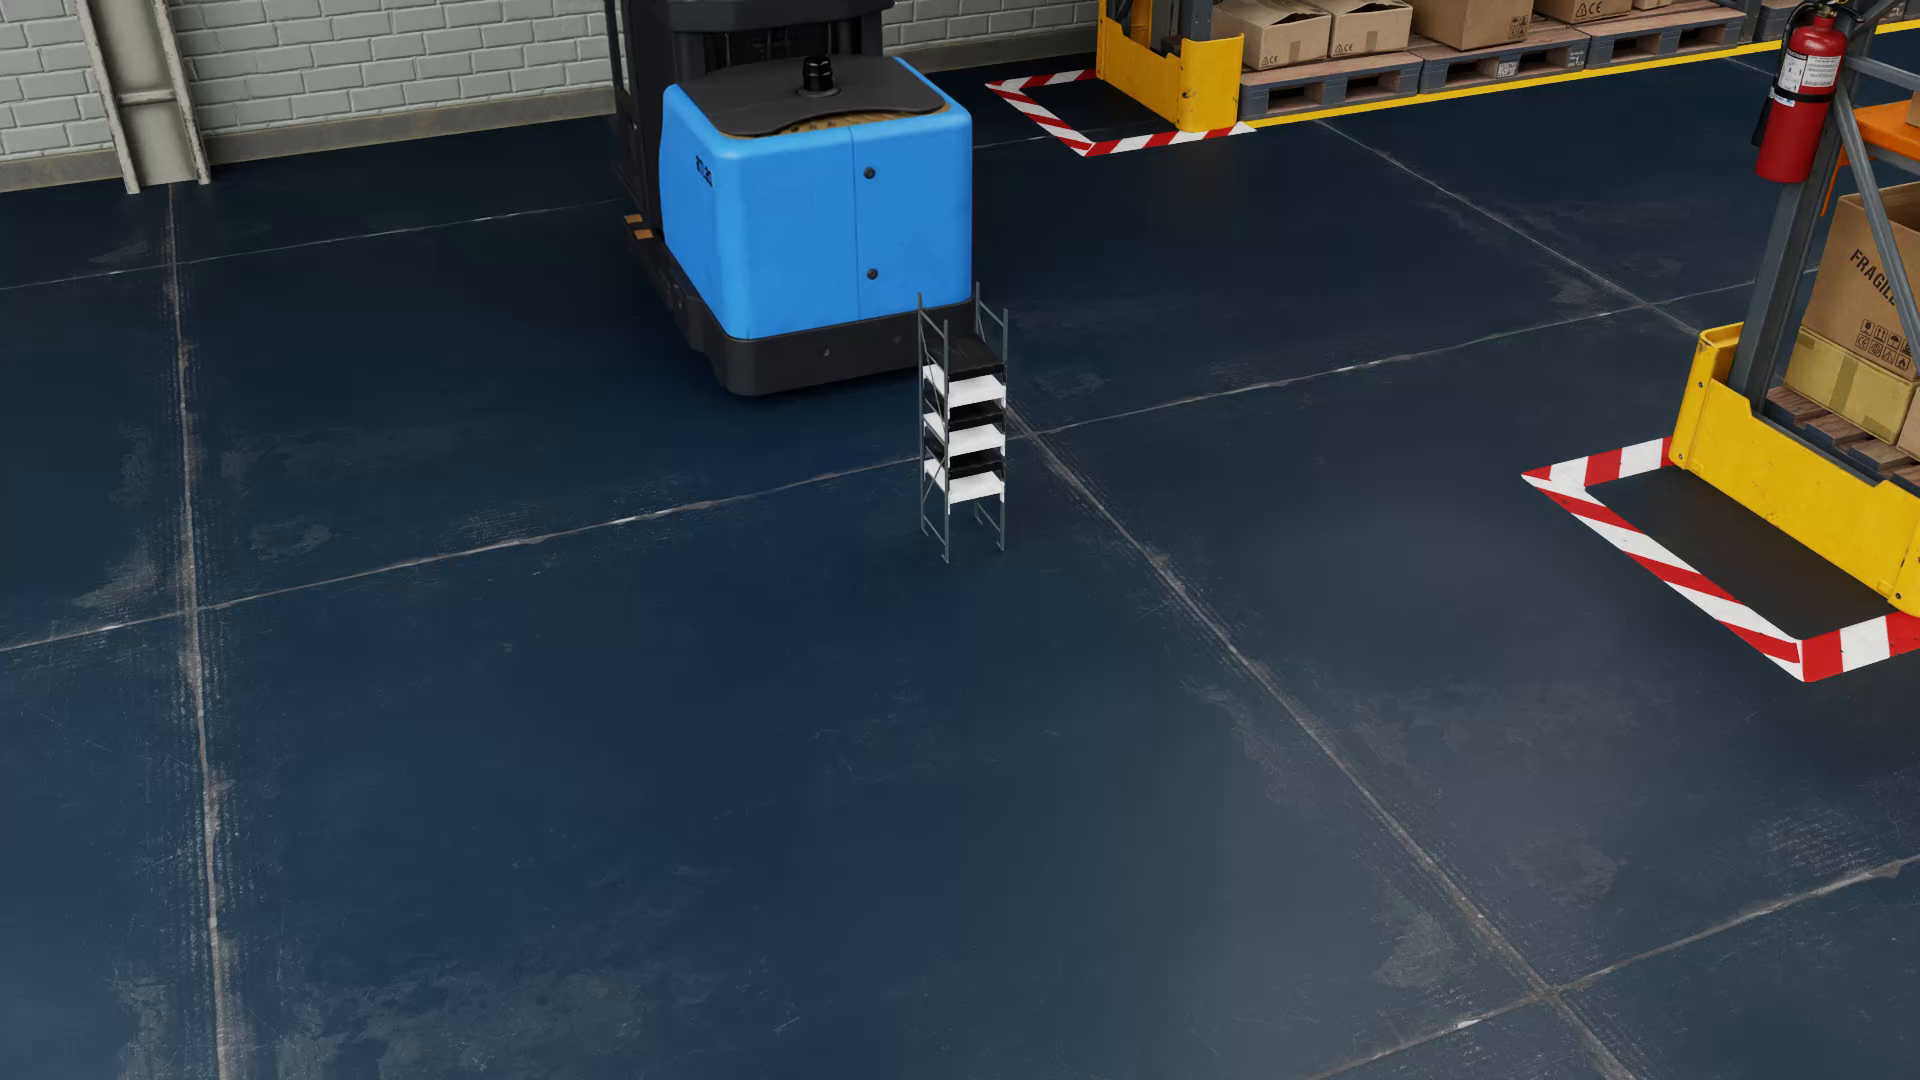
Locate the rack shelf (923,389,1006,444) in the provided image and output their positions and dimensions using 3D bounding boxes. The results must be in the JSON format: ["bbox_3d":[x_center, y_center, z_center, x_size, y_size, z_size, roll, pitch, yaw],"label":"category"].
[{"bbox_3d":[0.007,-0.426,5.476,0.200,0.077,0.258,-13,35,-19],"label":"rack shelf"}]

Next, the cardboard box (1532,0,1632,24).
[{"bbox_3d":[3.863,-3.560,10.360,0.500,0.500,0.500,-16,36,-22],"label":"cardboard box"}]

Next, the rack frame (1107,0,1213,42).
[{"bbox_3d":[1.116,-3.818,8.868,0.127,3.000,1.000,-13,35,-19],"label":"rack frame"}]

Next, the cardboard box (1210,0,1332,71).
[{"bbox_3d":[1.789,-2.977,9.636,0.500,0.311,0.500,-17,37,-24],"label":"cardboard box"}]

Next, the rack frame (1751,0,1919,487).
[{"bbox_3d":[3.036,-1.330,5.043,0.053,2.616,0.949,-13,35,-19],"label":"rack frame"}]

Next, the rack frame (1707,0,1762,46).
[{"bbox_3d":[4.805,-4.663,10.166,0.127,3.000,1.000,-13,35,-19],"label":"rack frame"}]

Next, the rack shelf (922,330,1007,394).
[{"bbox_3d":[0.008,-0.577,5.378,0.200,0.077,0.258,-13,35,-19],"label":"rack shelf"}]

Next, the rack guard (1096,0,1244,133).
[{"bbox_3d":[1.186,-2.787,9.574,0.348,0.500,1.175,-13,35,-19],"label":"rack guard"}]

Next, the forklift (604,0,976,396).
[{"bbox_3d":[-0.971,-2.582,7.030,1.130,2.935,3.031,-13,35,-19],"label":"forklift"}]

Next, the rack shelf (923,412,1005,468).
[{"bbox_3d":[0.007,-0.351,5.525,0.200,0.077,0.258,-13,35,-19],"label":"rack shelf"}]

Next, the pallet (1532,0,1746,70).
[{"bbox_3d":[4.199,-3.335,10.681,1.213,0.211,1.003,-13,35,-19],"label":"pallet"}]

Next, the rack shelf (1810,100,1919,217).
[{"bbox_3d":[4.882,-1.449,5.886,4.000,0.370,1.077,-13,35,-19],"label":"rack shelf"}]

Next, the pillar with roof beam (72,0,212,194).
[{"bbox_3d":[-2.439,-3.484,2.854,0.400,9.000,9.100,-13,35,-19],"label":"pillar with roof beam"}]

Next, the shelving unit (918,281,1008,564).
[{"bbox_3d":[0.007,-0.379,5.507,0.210,0.900,0.258,-13,35,-19],"label":"shelving unit"}]

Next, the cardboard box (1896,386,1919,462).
[{"bbox_3d":[3.618,-0.353,5.678,0.500,0.250,0.500,-13,35,-19],"label":"cardboard box"}]

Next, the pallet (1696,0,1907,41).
[{"bbox_3d":[5.522,-3.659,11.180,1.213,0.211,1.003,-13,35,-19],"label":"pallet"}]

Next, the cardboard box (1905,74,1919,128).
[{"bbox_3d":[3.473,-1.462,5.155,0.500,0.500,0.700,-13,35,-19],"label":"cardboard box"}]

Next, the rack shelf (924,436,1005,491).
[{"bbox_3d":[0.007,-0.276,5.574,0.200,0.077,0.258,-13,35,-19],"label":"rack shelf"}]

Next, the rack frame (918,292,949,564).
[{"bbox_3d":[-0.086,-0.357,5.474,0.006,0.900,0.240,-13,35,-19],"label":"rack frame"}]

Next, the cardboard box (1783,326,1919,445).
[{"bbox_3d":[3.418,-0.614,6.079,0.500,0.250,0.500,-13,35,-19],"label":"cardboard box"}]

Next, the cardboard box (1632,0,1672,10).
[{"bbox_3d":[4.323,-3.532,10.622,0.250,0.166,0.380,-18,37,-25],"label":"cardboard box"}]

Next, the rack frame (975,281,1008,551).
[{"bbox_3d":[0.101,-0.400,5.540,0.006,0.900,0.240,-13,35,-19],"label":"rack frame"}]

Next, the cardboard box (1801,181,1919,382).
[{"bbox_3d":[3.417,-0.929,5.876,0.500,0.500,0.500,-13,35,-19],"label":"cardboard box"}]

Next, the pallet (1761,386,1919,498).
[{"bbox_3d":[3.726,-0.342,6.082,1.213,0.211,1.003,-13,35,-19],"label":"pallet"}]

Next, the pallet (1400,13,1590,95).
[{"bbox_3d":[3.072,-3.075,10.282,1.213,0.211,1.003,-13,35,-19],"label":"pallet"}]

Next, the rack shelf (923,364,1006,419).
[{"bbox_3d":[0.007,-0.502,5.427,0.200,0.077,0.258,-13,35,-19],"label":"rack shelf"}]

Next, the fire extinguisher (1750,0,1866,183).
[{"bbox_3d":[2.749,-1.504,5.383,0.183,0.674,0.296,-13,35,-19],"label":"fire extinguisher"}]

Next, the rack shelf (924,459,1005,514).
[{"bbox_3d":[0.007,-0.200,5.624,0.200,0.077,0.258,-13,35,-19],"label":"rack shelf"}]

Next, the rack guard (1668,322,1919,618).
[{"bbox_3d":[3.015,-0.275,5.715,0.348,0.500,1.175,-13,35,-19],"label":"rack guard"}]

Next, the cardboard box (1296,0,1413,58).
[{"bbox_3d":[2.315,-3.097,9.821,0.500,0.311,0.500,-10,34,-15],"label":"cardboard box"}]

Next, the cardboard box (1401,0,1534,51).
[{"bbox_3d":[3.011,-3.306,9.969,0.500,0.500,0.700,-15,36,-22],"label":"cardboard box"}]

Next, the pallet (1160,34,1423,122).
[{"bbox_3d":[1.949,-2.819,9.890,1.213,0.211,1.003,-13,35,-19],"label":"pallet"}]
